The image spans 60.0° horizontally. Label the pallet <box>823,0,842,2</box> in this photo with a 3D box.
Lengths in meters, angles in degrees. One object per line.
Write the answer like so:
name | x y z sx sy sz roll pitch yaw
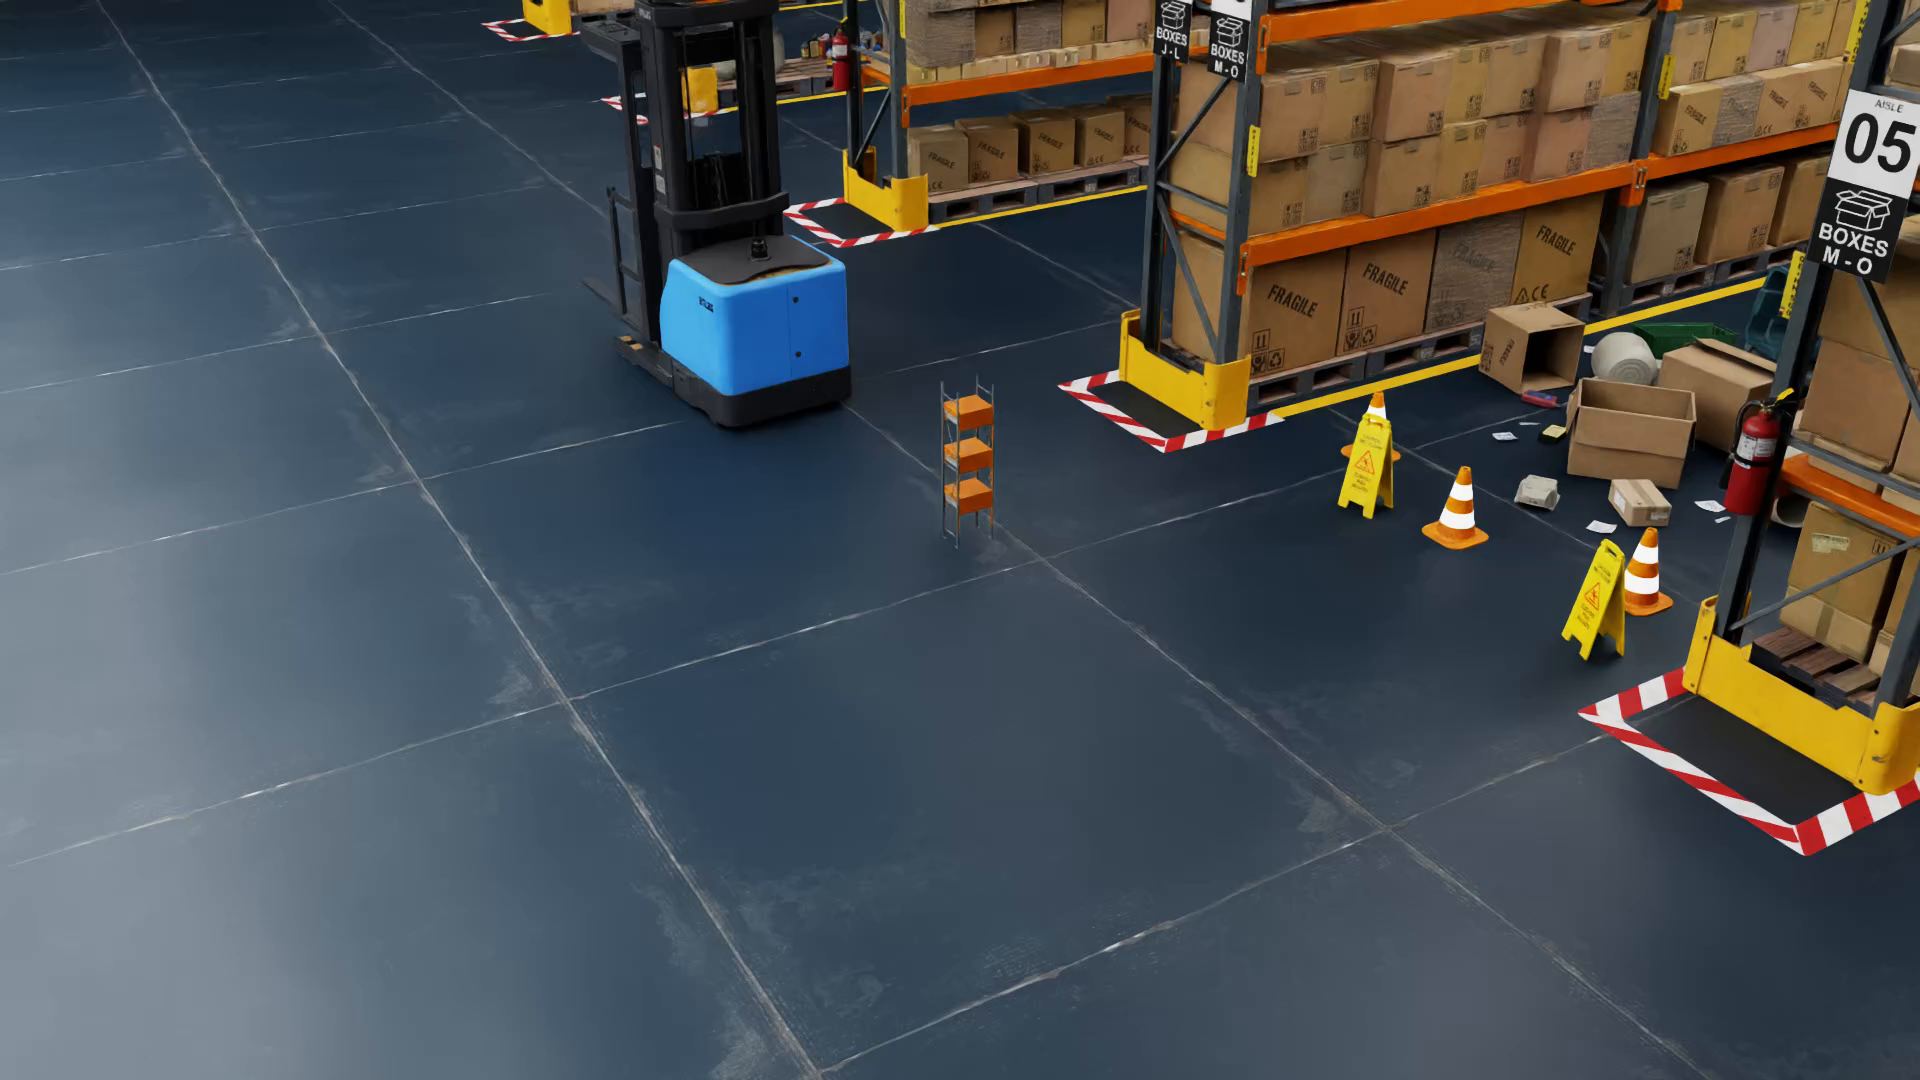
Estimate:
pallet | -1.736 -8.535 25.595 1.213 0.211 1.003 -16 33 -26

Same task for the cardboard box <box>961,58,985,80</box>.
cardboard box | 0.030 -4.421 15.514 0.250 0.149 0.380 -16 33 -26

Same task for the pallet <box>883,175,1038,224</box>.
pallet | -0.001 -3.434 16.352 1.213 0.211 1.003 -16 33 -26

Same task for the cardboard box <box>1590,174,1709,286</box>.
cardboard box | 5.579 -2.729 14.082 0.750 0.750 1.050 -16 33 -27

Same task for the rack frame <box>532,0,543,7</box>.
rack frame | -5.800 -8.580 22.791 0.127 3.000 1.000 -16 33 -26

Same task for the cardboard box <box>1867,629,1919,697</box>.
cardboard box | 5.071 0.614 8.543 0.500 0.250 0.500 -16 33 -27

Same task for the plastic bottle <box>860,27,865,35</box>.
plastic bottle | -1.281 -6.353 21.041 0.185 0.351 0.144 -16 33 -27

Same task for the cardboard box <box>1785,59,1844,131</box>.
cardboard box | 6.984 -3.770 13.972 0.500 0.500 0.500 -15 32 -26

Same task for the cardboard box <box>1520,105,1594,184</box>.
cardboard box | 4.315 -3.167 12.827 0.550 0.550 0.875 -16 33 -26

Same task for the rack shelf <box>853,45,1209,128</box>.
rack shelf | 0.939 -4.627 16.372 4.000 0.370 1.077 -16 33 -26

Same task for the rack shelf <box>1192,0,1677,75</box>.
rack shelf | 3.365 -3.849 11.859 4.000 0.370 1.077 -16 33 -26

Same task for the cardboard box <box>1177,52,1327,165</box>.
cardboard box | 1.980 -2.974 11.361 0.550 0.550 0.875 -16 33 -26

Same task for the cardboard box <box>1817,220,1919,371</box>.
cardboard box | 4.565 -1.152 7.884 0.500 0.500 0.700 -17 33 -28

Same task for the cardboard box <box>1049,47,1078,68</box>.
cardboard box | 0.924 -4.639 15.911 0.250 0.149 0.380 -16 33 -26

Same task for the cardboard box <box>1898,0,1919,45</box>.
cardboard box | 8.146 -4.695 14.613 0.500 0.500 0.700 -16 33 -27

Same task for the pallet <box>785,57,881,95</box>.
pallet | -1.499 -5.826 20.687 1.213 0.211 1.003 -16 33 -26

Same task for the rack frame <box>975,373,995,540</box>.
rack frame | 0.151 -0.503 10.172 0.008 1.050 0.200 -16 33 -26

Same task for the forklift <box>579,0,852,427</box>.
forklift | -2.024 -2.740 12.279 1.130 2.935 3.031 -18 34 -29

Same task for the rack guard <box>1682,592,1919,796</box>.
rack guard | 4.301 0.752 8.468 0.348 0.500 1.175 -16 33 -26

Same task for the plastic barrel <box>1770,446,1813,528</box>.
plastic barrel | 5.249 -0.332 10.512 0.421 0.421 0.512 5 29 8

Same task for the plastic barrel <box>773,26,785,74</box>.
plastic barrel | -2.333 -5.926 20.122 0.421 0.512 0.421 0 29 0

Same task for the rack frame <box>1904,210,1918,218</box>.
rack frame | 8.538 -4.320 15.071 0.127 3.000 1.000 -16 33 -26

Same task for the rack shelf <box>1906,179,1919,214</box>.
rack shelf | 5.960 -1.812 8.167 4.000 0.370 1.077 -16 33 -26

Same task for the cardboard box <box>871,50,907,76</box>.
cardboard box | -0.644 -4.498 15.654 0.250 0.149 0.380 -16 33 -26

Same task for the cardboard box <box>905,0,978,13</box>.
cardboard box | -0.173 -5.085 15.012 0.500 0.500 0.500 -16 33 -26

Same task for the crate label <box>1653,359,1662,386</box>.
crate label | 5.325 -1.256 12.482 0.298 0.136 0.250 10 30 17

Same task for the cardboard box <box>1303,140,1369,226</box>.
cardboard box | 2.401 -2.680 11.945 0.550 0.550 0.875 -16 33 -26

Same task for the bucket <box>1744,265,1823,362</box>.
bucket | 6.140 -1.579 11.920 0.620 0.611 0.726 4 28 -14

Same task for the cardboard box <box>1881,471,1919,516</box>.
cardboard box | 4.633 -0.211 7.886 0.250 0.149 0.380 -16 33 -26

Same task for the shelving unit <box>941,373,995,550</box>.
shelving unit | 0.046 -0.473 10.118 0.252 1.050 0.215 -16 33 -26

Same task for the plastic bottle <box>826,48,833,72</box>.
plastic bottle | -1.573 -5.828 20.172 0.097 0.271 0.097 0 29 0

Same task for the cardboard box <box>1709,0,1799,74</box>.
cardboard box | 6.393 -4.196 13.709 0.500 0.500 0.700 -16 32 -26

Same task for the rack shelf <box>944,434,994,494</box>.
rack shelf | 0.046 -0.463 10.123 0.240 0.259 0.215 -16 33 -26

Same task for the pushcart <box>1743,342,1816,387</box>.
pushcart | 6.486 -1.093 11.937 1.648 0.377 0.936 22 36 34

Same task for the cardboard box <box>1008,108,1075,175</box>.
cardboard box | 0.809 -3.994 16.633 0.500 0.500 0.500 -13 31 -22

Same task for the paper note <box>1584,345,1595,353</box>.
paper note | 4.969 -1.499 13.032 0.147 0.020 0.142 10 30 17

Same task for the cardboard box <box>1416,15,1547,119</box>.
cardboard box | 3.803 -3.545 12.394 0.550 0.550 0.875 -16 33 -26

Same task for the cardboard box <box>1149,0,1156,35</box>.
cardboard box | 1.796 -5.413 16.641 0.500 0.500 0.875 -16 33 -26

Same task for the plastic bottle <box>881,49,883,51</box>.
plastic bottle | -0.929 -5.980 20.520 0.097 0.201 0.097 0 29 0

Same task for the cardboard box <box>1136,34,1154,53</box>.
cardboard box | 1.720 -4.939 16.453 0.250 0.149 0.380 -16 33 -26

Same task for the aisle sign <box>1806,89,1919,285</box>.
aisle sign | 4.035 -1.568 7.394 0.004 0.787 0.394 -16 33 -26

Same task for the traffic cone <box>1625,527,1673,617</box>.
traffic cone | 3.953 0.144 9.608 0.334 0.463 0.336 -16 33 -26

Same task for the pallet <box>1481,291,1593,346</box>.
pallet | 4.394 -1.966 13.692 1.213 0.211 1.003 -16 33 -26

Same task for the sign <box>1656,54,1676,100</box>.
sign | 5.372 -3.523 12.650 0.005 0.325 0.100 -16 33 -26

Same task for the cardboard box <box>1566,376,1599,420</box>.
cardboard box | 4.541 -0.955 11.805 0.258 0.266 0.396 -10 30 -18

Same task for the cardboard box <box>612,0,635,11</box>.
cardboard box | -4.796 -7.722 23.648 0.500 0.250 0.500 -16 33 -26

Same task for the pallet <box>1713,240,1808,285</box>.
pallet | 6.770 -2.640 14.914 1.213 0.211 1.003 -16 33 -26

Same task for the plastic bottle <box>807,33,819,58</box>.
plastic bottle | -1.841 -6.187 20.811 0.133 0.283 0.061 -15 32 -25

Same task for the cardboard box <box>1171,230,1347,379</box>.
cardboard box | 2.192 -1.808 12.285 0.875 0.875 0.875 -16 33 -26

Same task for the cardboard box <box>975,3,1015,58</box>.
cardboard box | 0.074 -4.922 15.751 0.500 0.500 0.875 -16 33 -26
